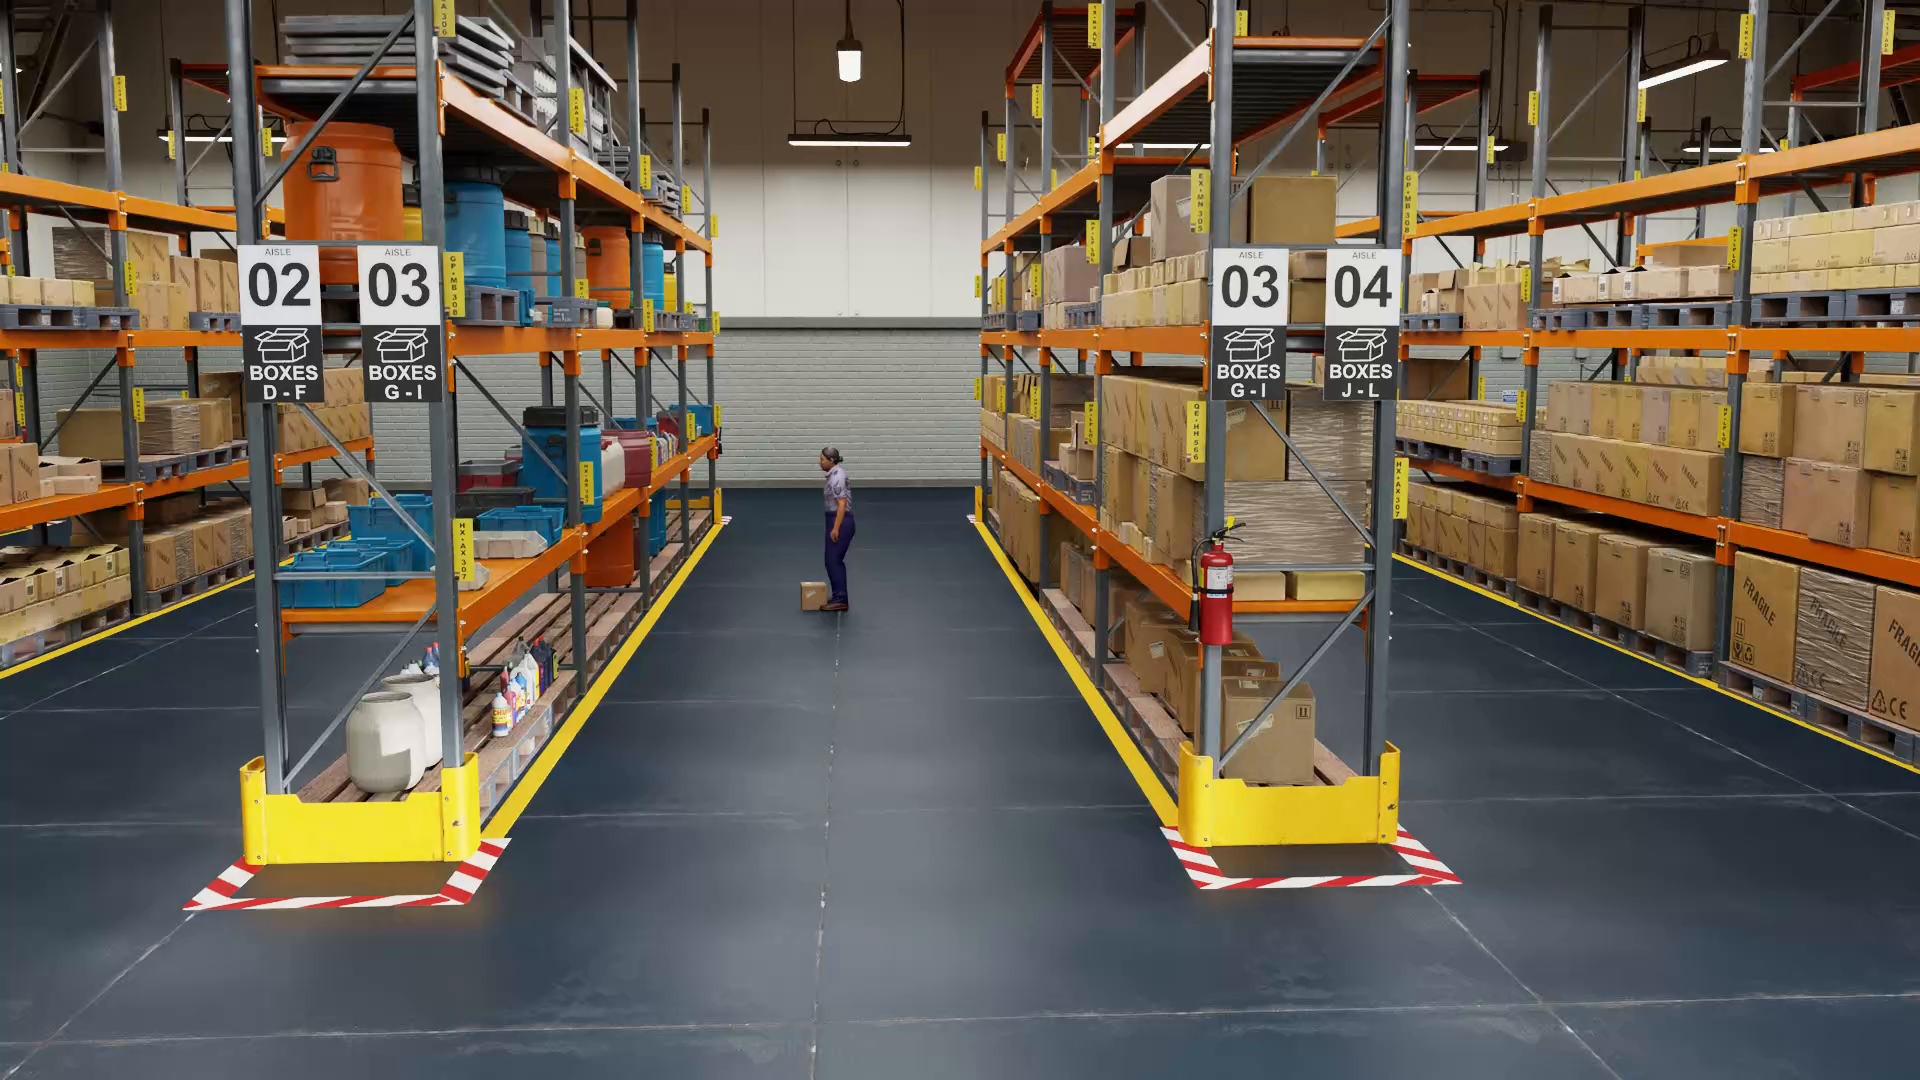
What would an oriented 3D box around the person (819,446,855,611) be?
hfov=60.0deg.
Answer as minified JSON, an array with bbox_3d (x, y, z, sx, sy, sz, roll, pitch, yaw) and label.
[{"bbox_3d":[-1.251,-0.128,16.833,0.374,1.652,0.564,-1,7,-7],"label":"person"}]
